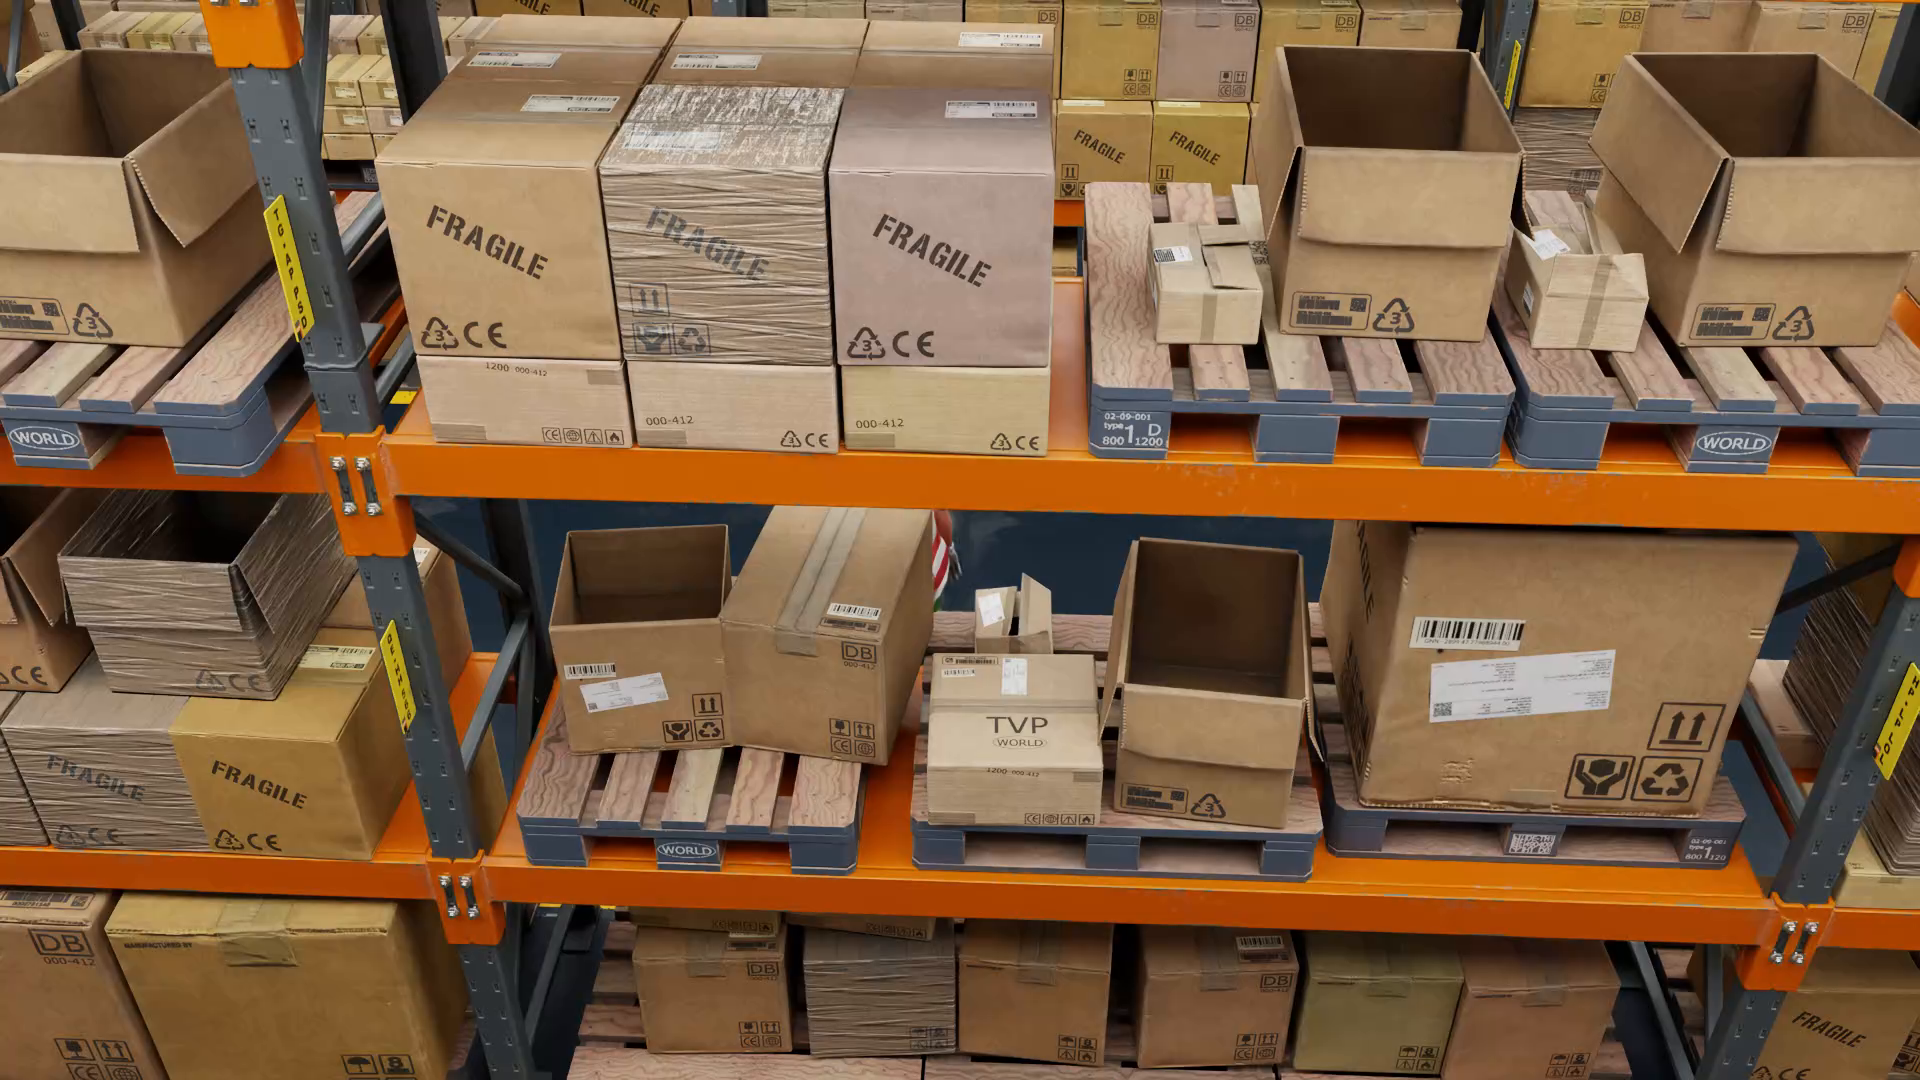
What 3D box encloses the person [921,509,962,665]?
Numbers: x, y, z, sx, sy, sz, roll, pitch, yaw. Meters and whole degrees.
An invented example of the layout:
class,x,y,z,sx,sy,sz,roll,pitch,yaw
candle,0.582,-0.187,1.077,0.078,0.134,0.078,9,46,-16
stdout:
class,x,y,z,sx,sy,sz,roll,pitch,yaw
person,-0.223,0.210,6.817,0.652,1.812,0.578,7,36,10
